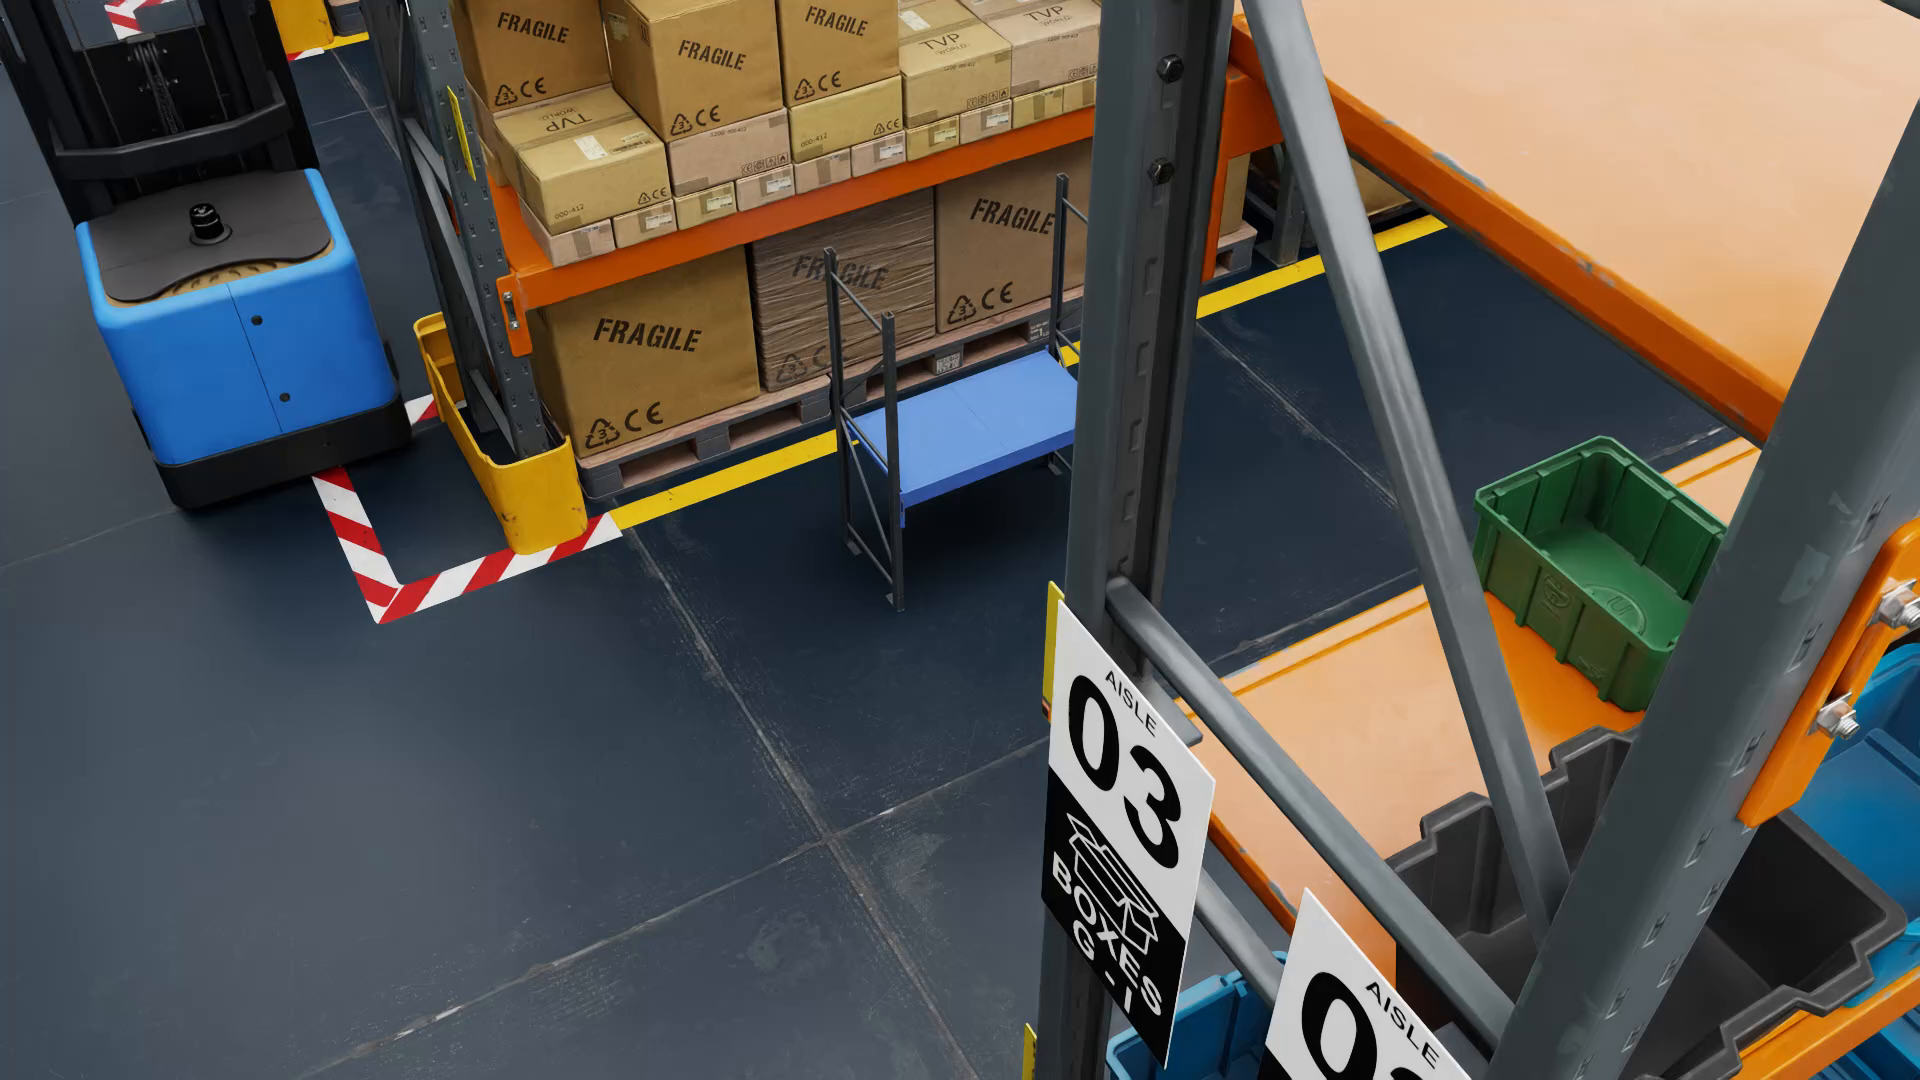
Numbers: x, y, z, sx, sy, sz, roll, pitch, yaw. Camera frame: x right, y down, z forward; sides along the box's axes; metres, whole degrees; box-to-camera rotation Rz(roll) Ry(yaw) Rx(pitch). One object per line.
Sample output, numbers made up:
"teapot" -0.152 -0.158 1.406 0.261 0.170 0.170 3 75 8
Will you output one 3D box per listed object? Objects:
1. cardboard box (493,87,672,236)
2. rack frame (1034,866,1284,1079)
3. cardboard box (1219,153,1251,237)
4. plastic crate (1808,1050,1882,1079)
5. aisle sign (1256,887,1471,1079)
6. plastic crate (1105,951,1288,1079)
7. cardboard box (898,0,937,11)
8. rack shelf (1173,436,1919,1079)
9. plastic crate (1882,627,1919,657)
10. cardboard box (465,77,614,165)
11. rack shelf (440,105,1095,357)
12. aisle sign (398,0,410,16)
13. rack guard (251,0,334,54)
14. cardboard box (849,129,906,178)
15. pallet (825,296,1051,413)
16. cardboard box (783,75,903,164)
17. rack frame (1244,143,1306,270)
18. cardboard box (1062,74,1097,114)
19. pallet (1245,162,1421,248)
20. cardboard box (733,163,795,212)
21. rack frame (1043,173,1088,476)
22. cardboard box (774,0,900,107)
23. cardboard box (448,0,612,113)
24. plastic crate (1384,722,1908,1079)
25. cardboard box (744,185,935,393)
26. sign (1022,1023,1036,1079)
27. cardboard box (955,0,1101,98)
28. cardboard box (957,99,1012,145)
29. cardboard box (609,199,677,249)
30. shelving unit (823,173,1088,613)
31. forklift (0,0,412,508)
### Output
"cardboard box" -1.461 -1.471 6.436 0.500 0.250 0.500 -23 49 -22
"rack frame" 0.456 1.576 3.401 0.127 3.000 1.000 -22 48 -21
"cardboard box" 0.845 -2.010 8.321 0.875 0.875 0.875 -22 48 -21
"plastic crate" 1.976 1.271 3.793 0.300 0.233 0.416 -22 48 -21
"aisle sign" 0.542 0.848 2.285 0.004 0.787 0.394 -22 48 -21
"plastic crate" 0.653 1.313 3.604 0.499 0.435 0.616 -22 48 -21
"cardboard box" -0.393 -2.332 7.322 0.500 0.250 0.500 -22 48 -21
"rack shelf" 2.190 0.064 3.322 4.000 0.370 1.077 -22 48 -21
"plastic crate" 1.918 0.158 2.754 0.767 0.338 0.504 -22 48 -21
"cardboard box" -1.723 -1.796 6.770 0.500 0.250 0.500 -23 48 -22
"rack shelf" -0.277 -1.850 7.449 4.000 0.370 1.077 -22 48 -21
"aisle sign" -1.924 -2.141 5.365 0.004 0.787 0.394 -22 48 -21
"rack guard" -4.329 -3.574 10.503 0.348 0.500 1.175 -22 48 -21
"cardboard box" -0.426 -1.696 6.954 0.250 0.149 0.380 -22 48 -21
"pallet" -0.301 -1.159 8.222 1.213 0.211 1.003 -22 48 -21
"cardboard box" -0.576 -1.828 6.803 0.500 0.250 0.500 -23 49 -22
"rack frame" 1.457 -2.802 7.913 0.127 3.000 1.000 -22 48 -21
"cardboard box" 0.464 -2.051 7.320 0.250 0.149 0.380 -21 48 -20
"pallet" 2.088 -2.115 9.207 1.213 0.211 1.003 -22 48 -21
"cardboard box" -0.870 -1.519 6.771 0.250 0.149 0.380 -23 48 -22
"rack frame" 0.515 -0.744 6.869 0.032 1.500 0.500 -22 48 -21
"cardboard box" -0.581 -2.097 6.542 0.500 0.500 0.500 -23 49 -22
"cardboard box" -1.720 -2.064 6.508 0.500 0.500 0.500 -21 48 -20
"plastic crate" 0.929 0.581 2.366 0.590 0.269 0.497 -22 48 -21
"cardboard box" -0.707 -1.389 7.681 0.875 0.875 0.875 -22 48 -21
"sign" 0.168 1.191 3.681 0.005 0.325 0.100 -22 48 -21
"cardboard box" 0.315 -2.185 7.172 0.500 0.250 0.500 -21 48 -20
"cardboard box" 0.020 -1.875 7.138 0.250 0.149 0.380 -21 48 -20
"cardboard box" -1.318 -1.338 6.585 0.250 0.149 0.380 -22 48 -22
"shelving unit" 0.074 -0.568 6.688 1.048 1.500 0.538 -22 48 -21
"forklift" -3.614 -2.217 7.359 1.130 2.935 3.031 -20 47 -19
